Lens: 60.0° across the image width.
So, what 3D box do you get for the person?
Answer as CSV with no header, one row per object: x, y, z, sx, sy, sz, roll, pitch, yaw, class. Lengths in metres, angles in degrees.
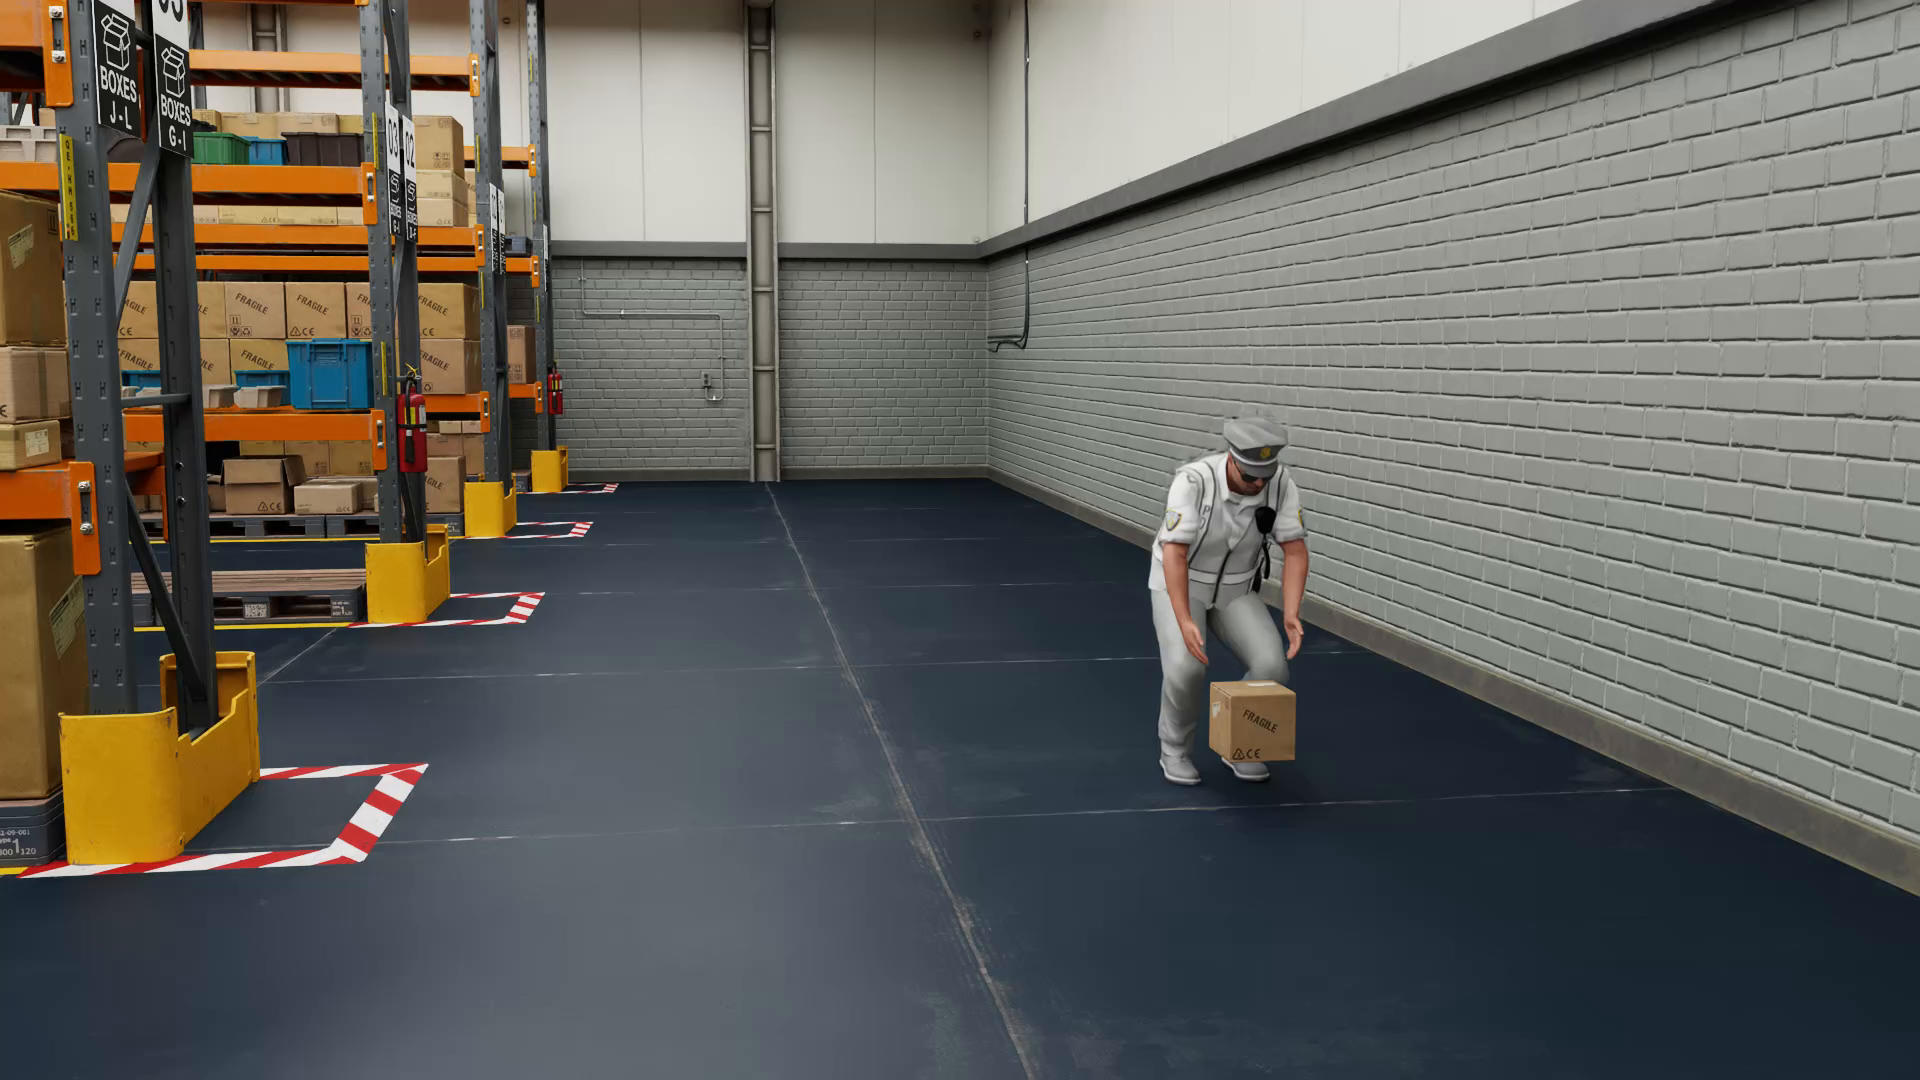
1.054,0.234,6.542,0.590,1.440,0.790,-1,7,-9,person
